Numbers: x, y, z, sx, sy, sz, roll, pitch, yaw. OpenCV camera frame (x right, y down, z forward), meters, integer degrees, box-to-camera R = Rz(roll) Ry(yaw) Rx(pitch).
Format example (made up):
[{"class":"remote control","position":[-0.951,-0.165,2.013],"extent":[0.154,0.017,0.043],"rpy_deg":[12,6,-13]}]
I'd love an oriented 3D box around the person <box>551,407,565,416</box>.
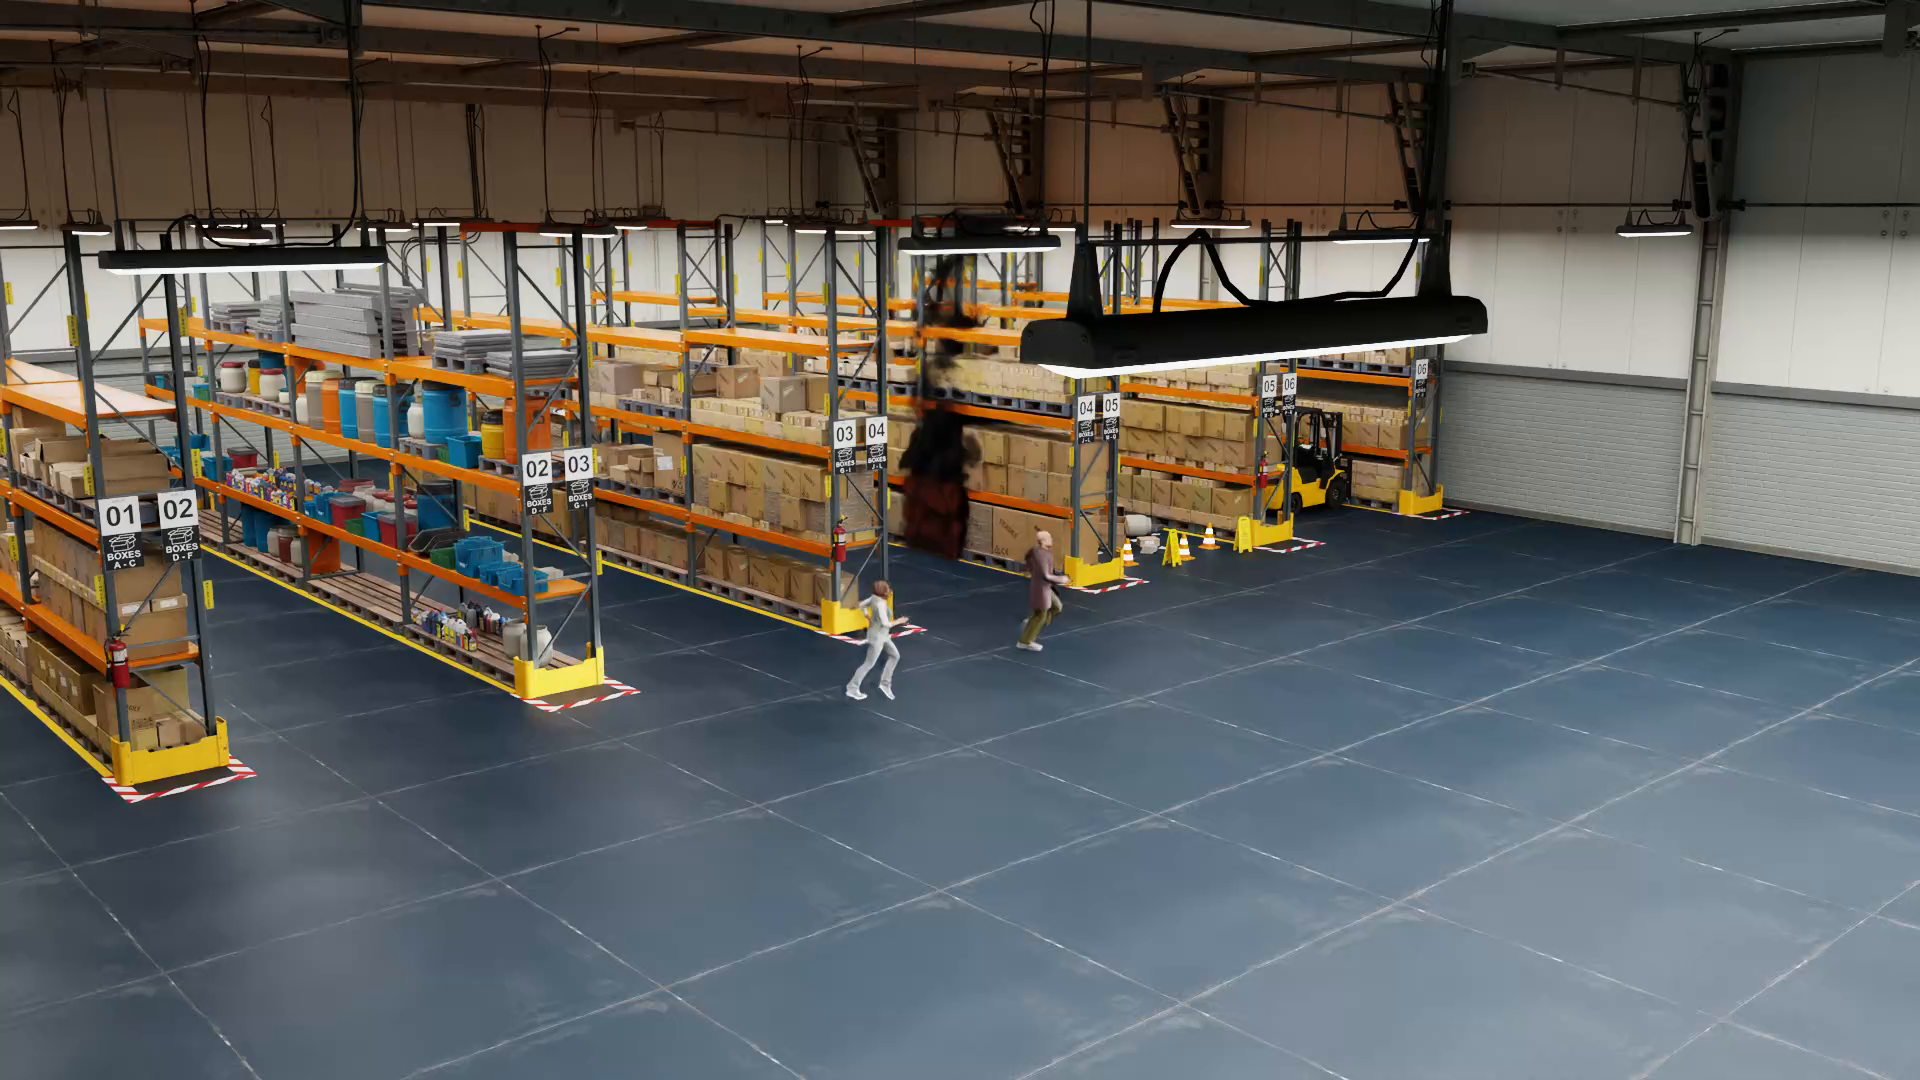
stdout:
[{"class":"person","position":[-9.863,-2.555,40.268],"extent":[0.796,1.756,0.576],"rpy_deg":[11,16,44]}]

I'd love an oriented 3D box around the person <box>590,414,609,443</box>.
[{"class":"person","position":[-8.848,-2.794,41.186],"extent":[0.830,1.814,0.698],"rpy_deg":[-10,15,-42]}]

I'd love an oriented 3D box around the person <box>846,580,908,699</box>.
[{"class":"person","position":[-1.073,1.296,21.417],"extent":[0.822,1.613,0.547],"rpy_deg":[-1,11,-7]}]

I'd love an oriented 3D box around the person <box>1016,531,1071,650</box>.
[{"class":"person","position":[1.203,0.713,23.944],"extent":[0.779,1.737,0.737],"rpy_deg":[0,11,1]}]
